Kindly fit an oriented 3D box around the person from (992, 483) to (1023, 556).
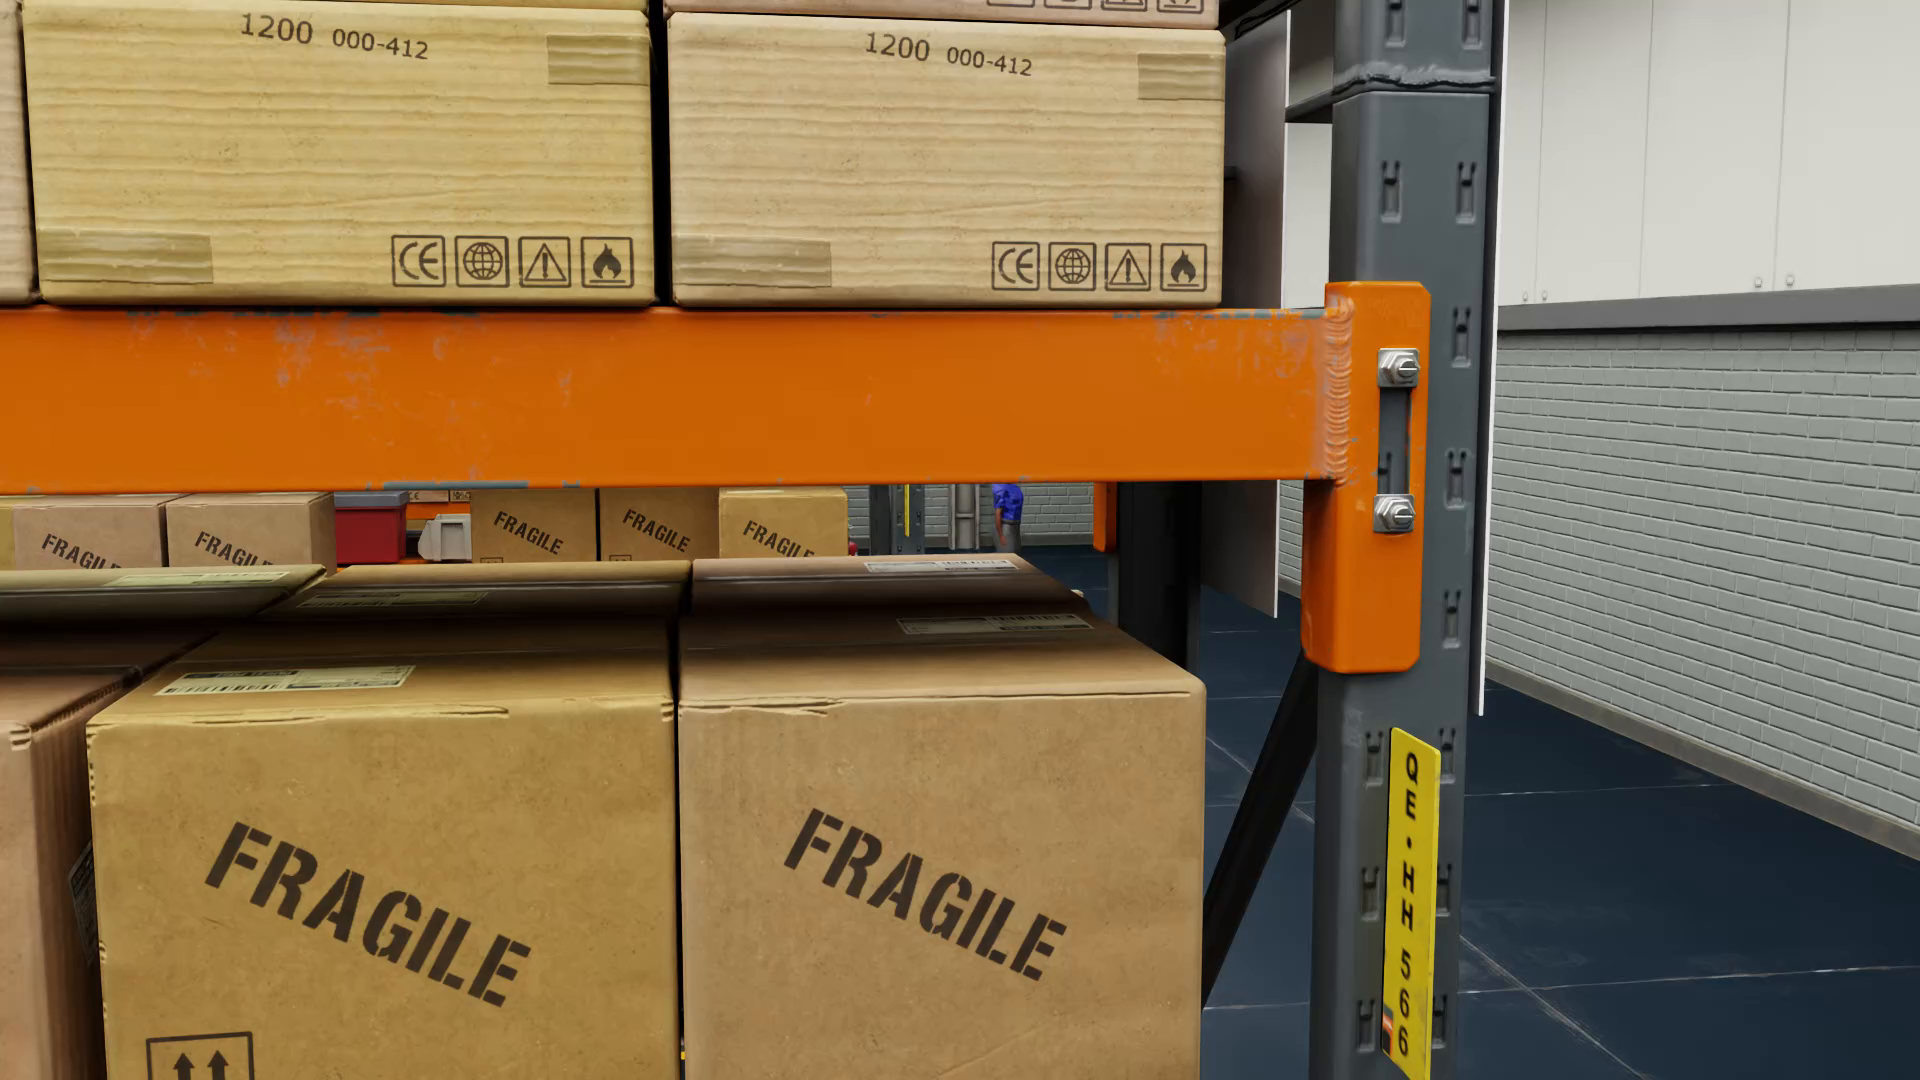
[{"bbox_3d":[0.489,-0.038,17.178,0.319,1.677,0.592,2,7,20],"label":"person"}]
